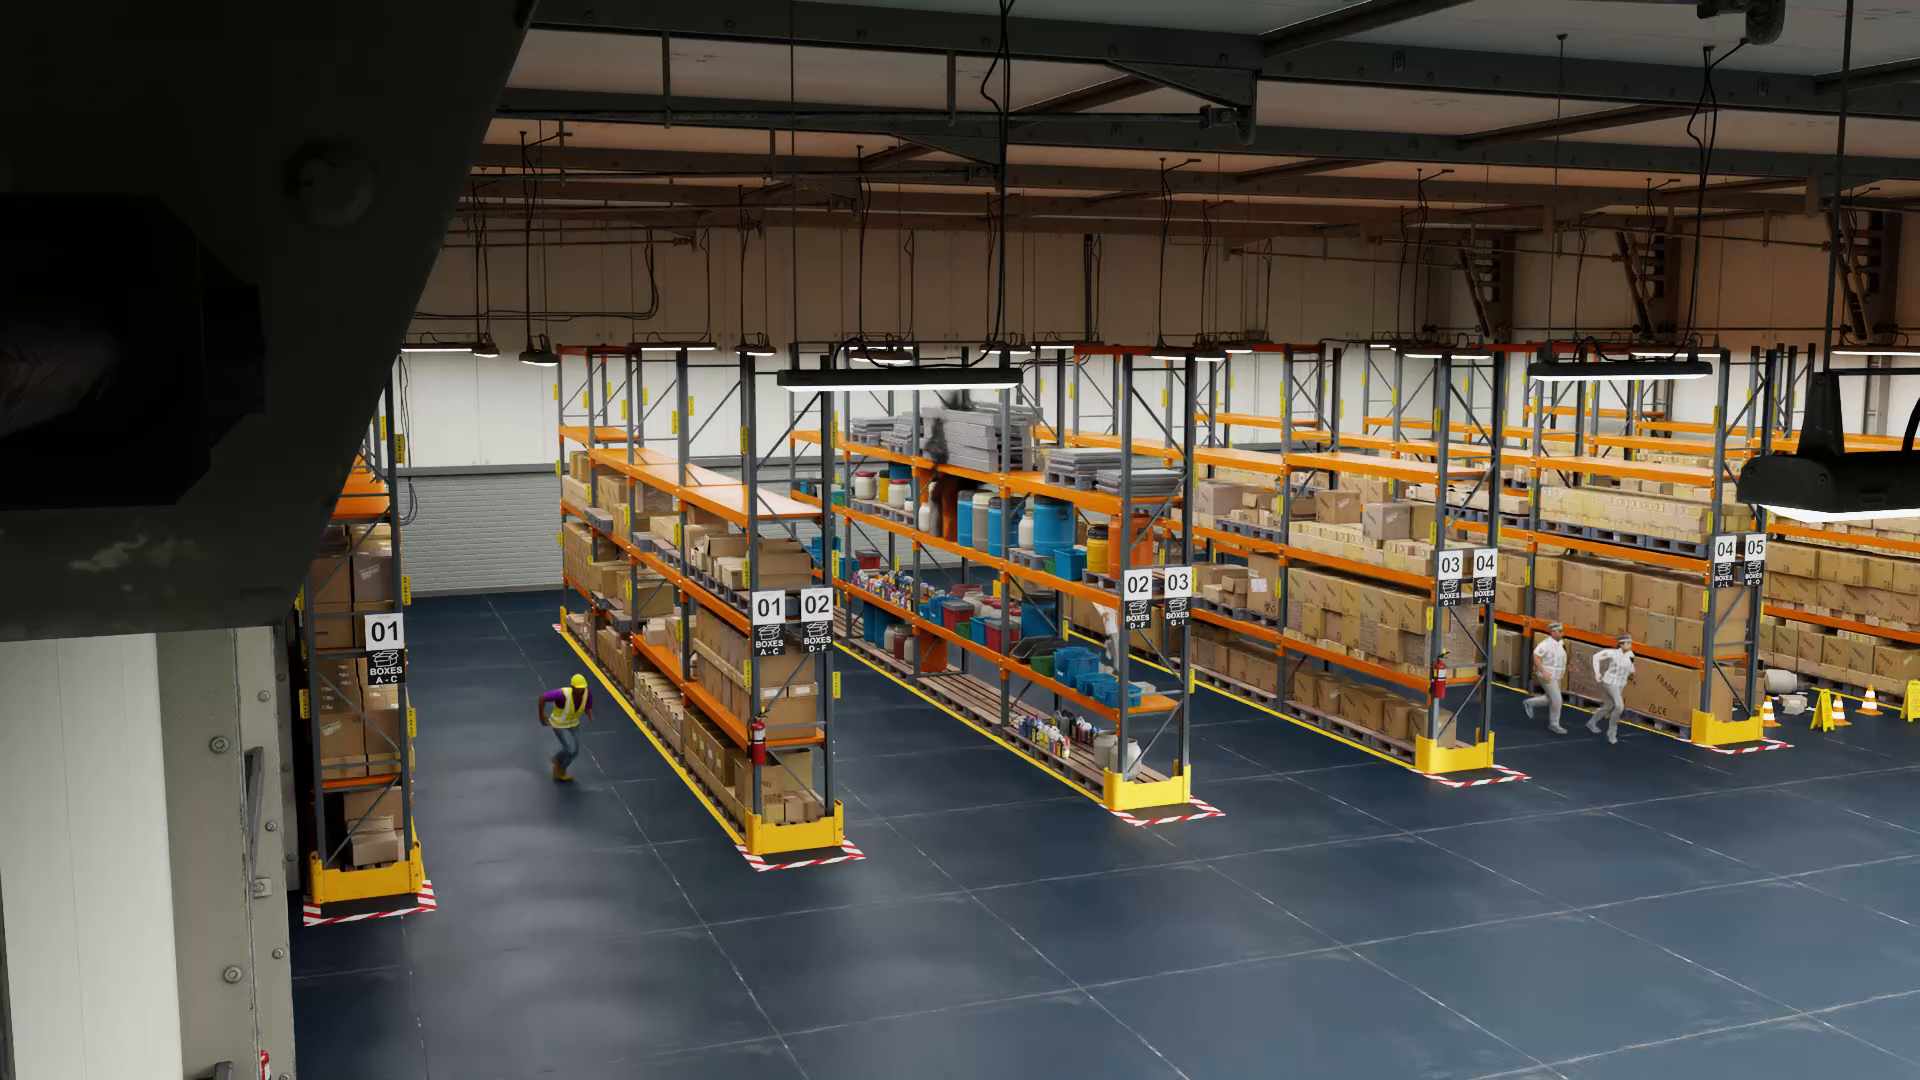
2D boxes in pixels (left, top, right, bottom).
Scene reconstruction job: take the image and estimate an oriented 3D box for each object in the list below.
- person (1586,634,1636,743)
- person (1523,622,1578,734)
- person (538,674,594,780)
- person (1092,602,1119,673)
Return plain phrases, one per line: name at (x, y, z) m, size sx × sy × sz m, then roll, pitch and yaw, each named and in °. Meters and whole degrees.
person at (10.097, 2.279, 25.734) m, size 0.605 × 1.735 × 0.793 m, roll -4°, pitch 8°, yaw -28°
person at (9.282, 2.139, 26.340) m, size 0.644 × 1.758 × 0.841 m, roll -7°, pitch 10°, yaw -42°
person at (-5.463, 2.620, 23.126) m, size 0.836 × 1.577 × 0.734 m, roll 7°, pitch 10°, yaw 43°
person at (2.737, 1.455, 29.696) m, size 0.711 × 1.765 × 0.880 m, roll -3°, pitch 8°, yaw -22°
